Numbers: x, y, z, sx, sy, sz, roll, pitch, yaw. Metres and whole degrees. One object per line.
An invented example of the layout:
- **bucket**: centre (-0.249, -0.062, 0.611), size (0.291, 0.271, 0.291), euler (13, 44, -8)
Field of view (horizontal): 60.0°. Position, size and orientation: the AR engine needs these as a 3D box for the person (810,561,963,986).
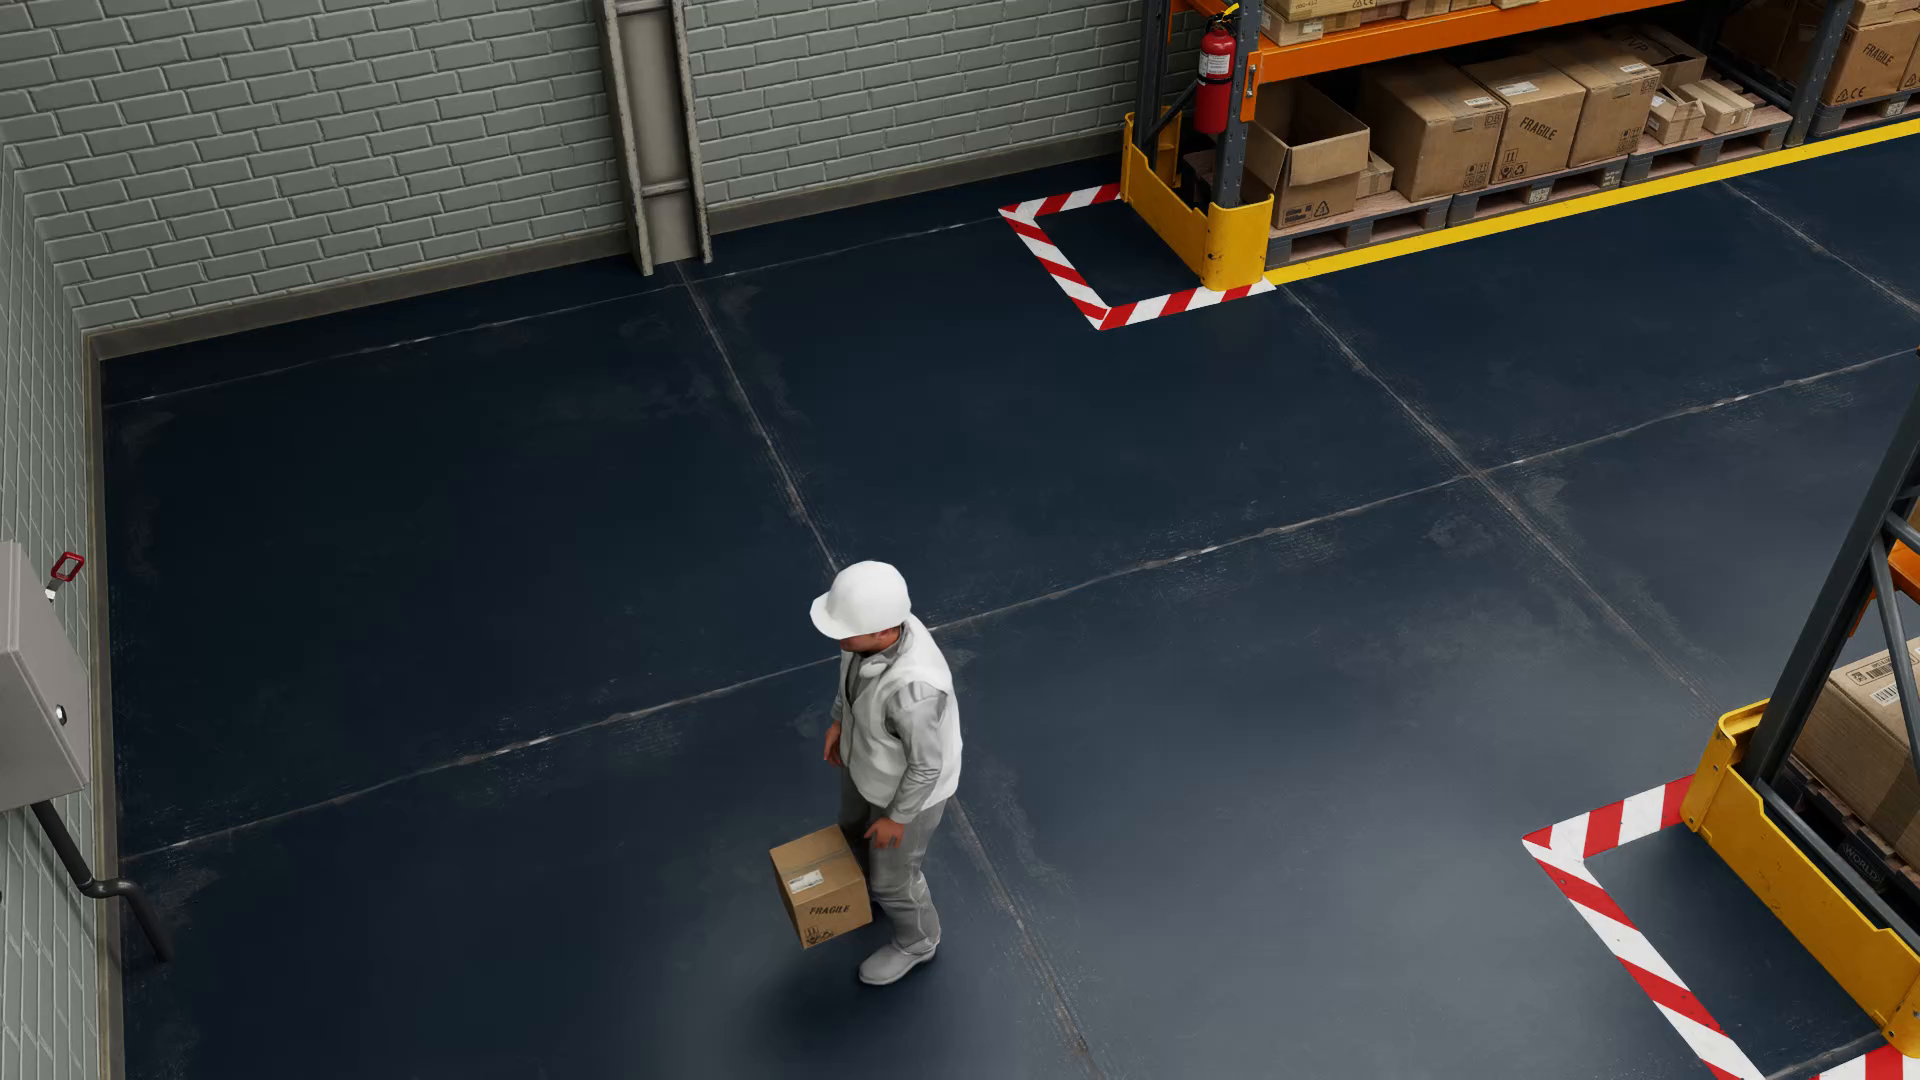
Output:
- **person**: centre (-0.226, 0.726, 5.316), size (0.439, 1.775, 0.563), euler (-16, 44, -18)
